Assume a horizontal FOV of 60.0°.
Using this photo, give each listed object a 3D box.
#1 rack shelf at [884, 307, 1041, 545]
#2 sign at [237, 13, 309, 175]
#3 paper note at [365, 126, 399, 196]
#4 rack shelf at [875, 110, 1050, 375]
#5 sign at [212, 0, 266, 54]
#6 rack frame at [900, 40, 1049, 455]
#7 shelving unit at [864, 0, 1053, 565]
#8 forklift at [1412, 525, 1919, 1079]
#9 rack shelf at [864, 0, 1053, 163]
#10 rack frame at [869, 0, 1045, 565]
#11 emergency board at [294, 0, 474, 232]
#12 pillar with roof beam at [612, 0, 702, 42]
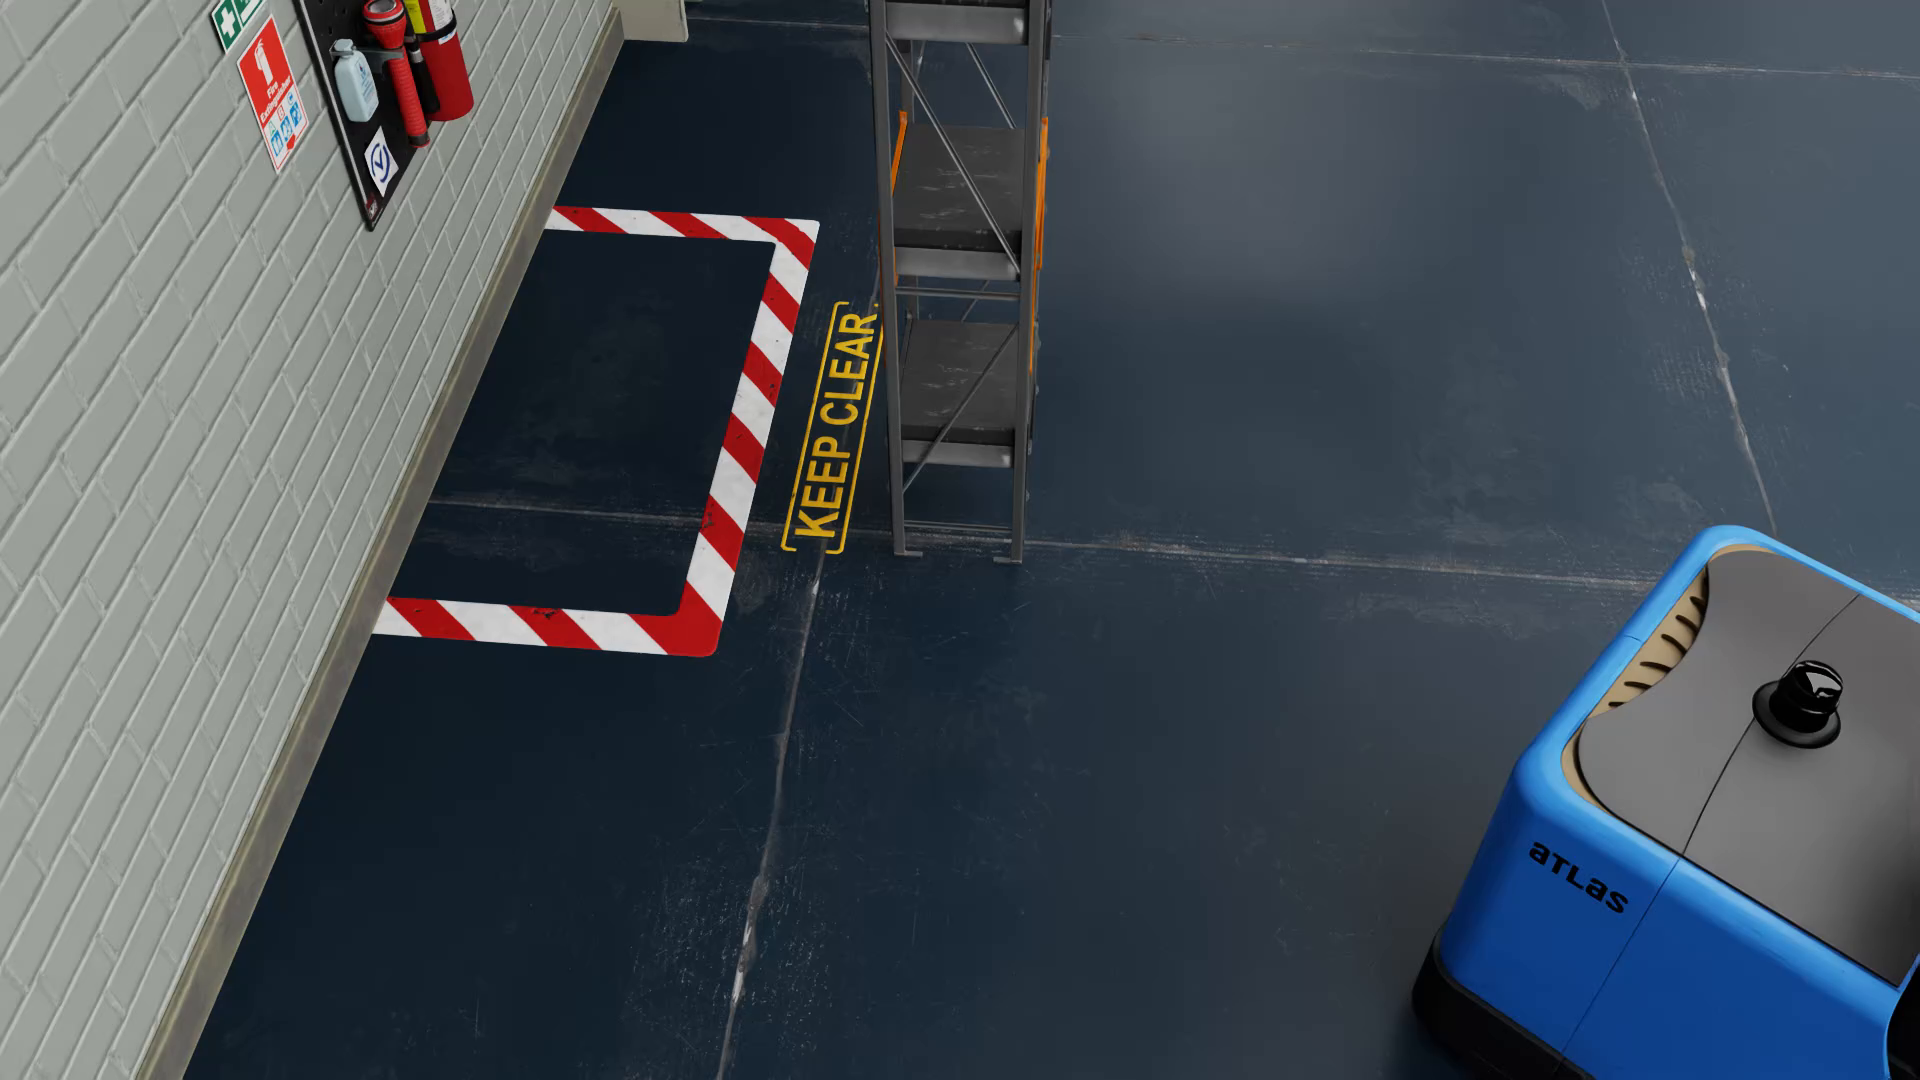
[{"bbox_3d":[0.015,-0.349,5.113,0.431,0.518,0.480,4,48,4],"label":"rack shelf"},{"bbox_3d":[-1.743,-1.133,4.229,0.001,0.329,0.234,4,48,4],"label":"sign"},{"bbox_3d":[-1.675,-1.097,4.818,0.016,0.148,0.142,4,48,4],"label":"paper note"},{"bbox_3d":[0.015,-0.821,4.597,0.431,0.518,0.480,4,48,4],"label":"rack shelf"},{"bbox_3d":[-1.734,-1.314,4.036,0.001,0.109,0.331,4,48,4],"label":"sign"},{"bbox_3d":[0.037,-1.010,4.750,0.400,2.100,0.015,4,48,4],"label":"rack frame"},{"bbox_3d":[0.015,-0.830,4.586,0.431,2.100,0.503,4,48,4],"label":"shelving unit"},{"bbox_3d":[2.556,0.662,2.659,3.031,2.935,1.130,33,56,27],"label":"forklift"},{"bbox_3d":[0.015,-1.294,4.080,0.431,0.518,0.480,4,48,4],"label":"rack shelf"},{"bbox_3d":[-0.007,-0.651,4.422,0.400,2.100,0.015,4,48,4],"label":"rack frame"},{"bbox_3d":[-1.590,-1.520,4.607,0.194,1.169,0.643,4,48,4],"label":"emergency board"},{"bbox_3d":[2.960,-5.068,3.787,9.100,9.000,0.400,4,48,4],"label":"pillar with roof beam"}]
